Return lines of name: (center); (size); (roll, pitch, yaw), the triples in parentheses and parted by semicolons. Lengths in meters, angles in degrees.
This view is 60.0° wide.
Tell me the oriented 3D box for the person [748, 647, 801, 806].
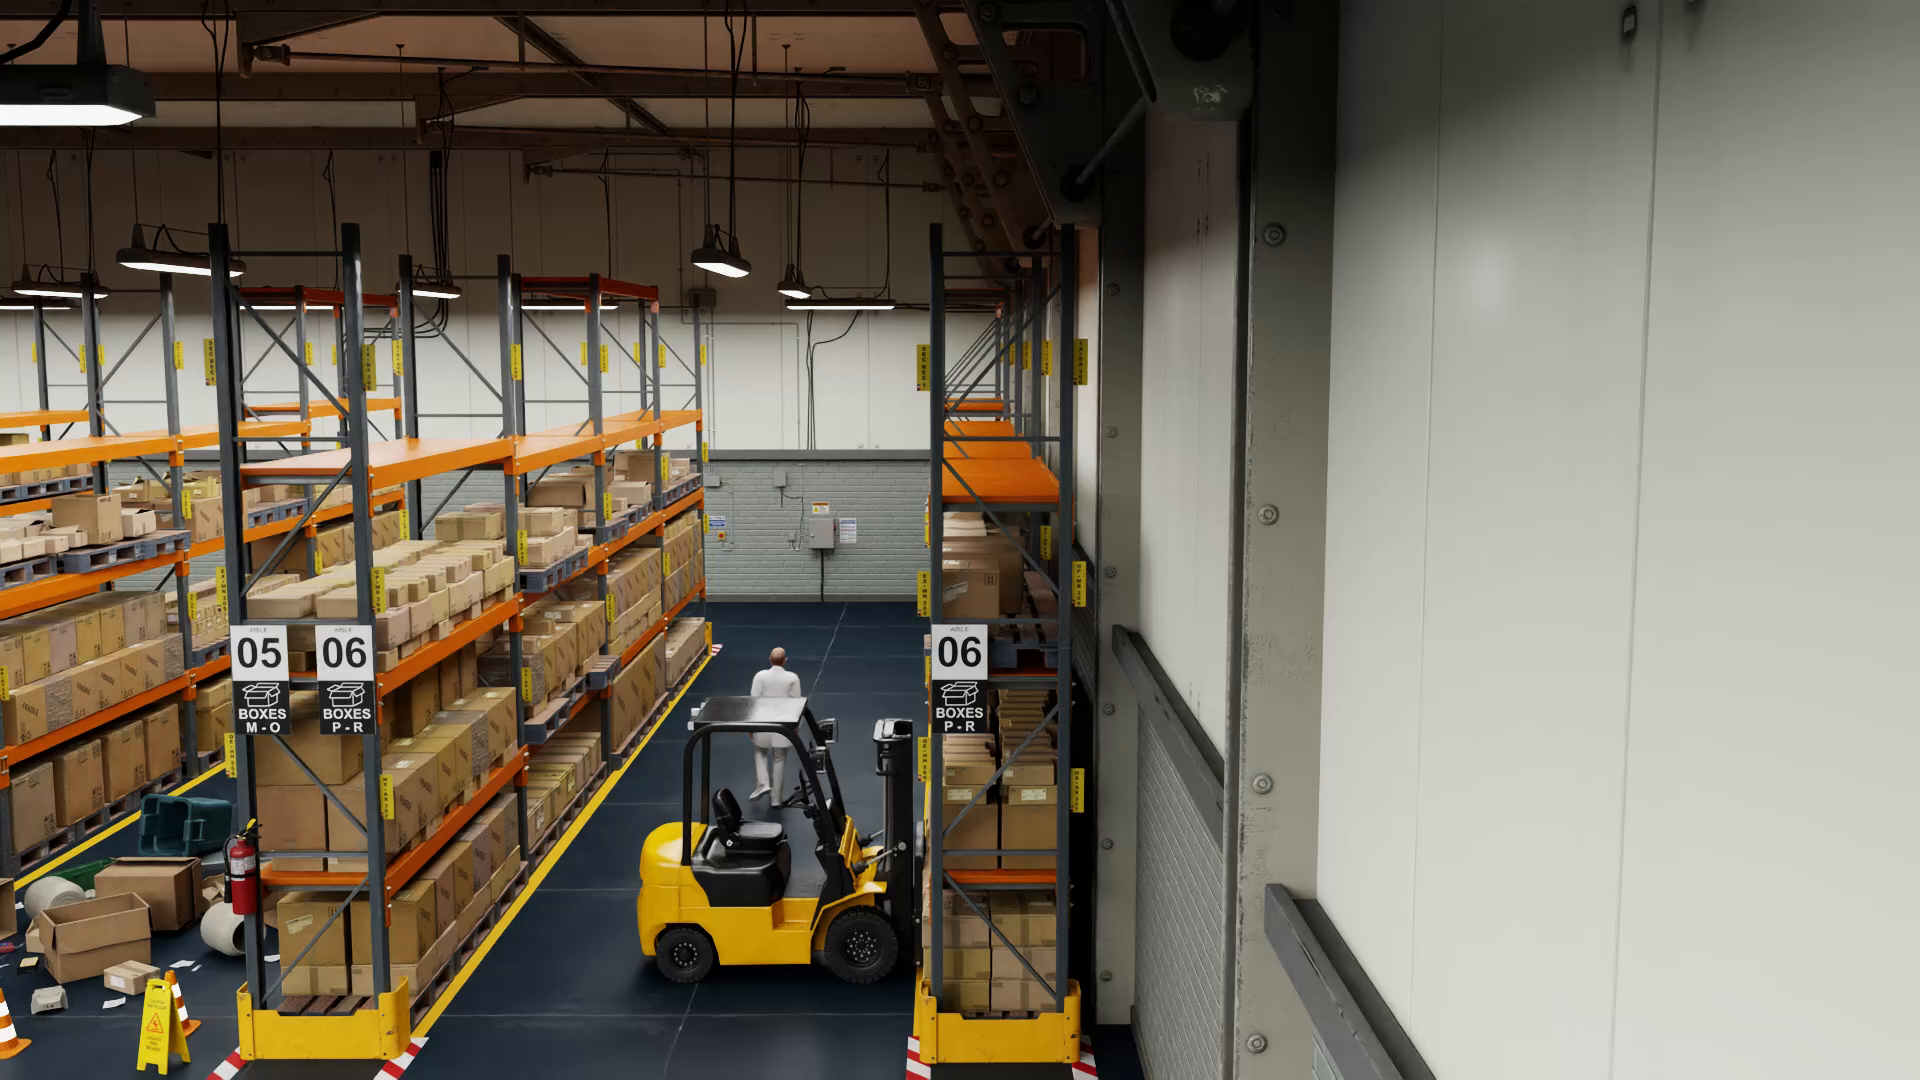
person: (-2.090, 2.095, 18.712); (0.627, 1.777, 0.521); (0, 7, -3)
